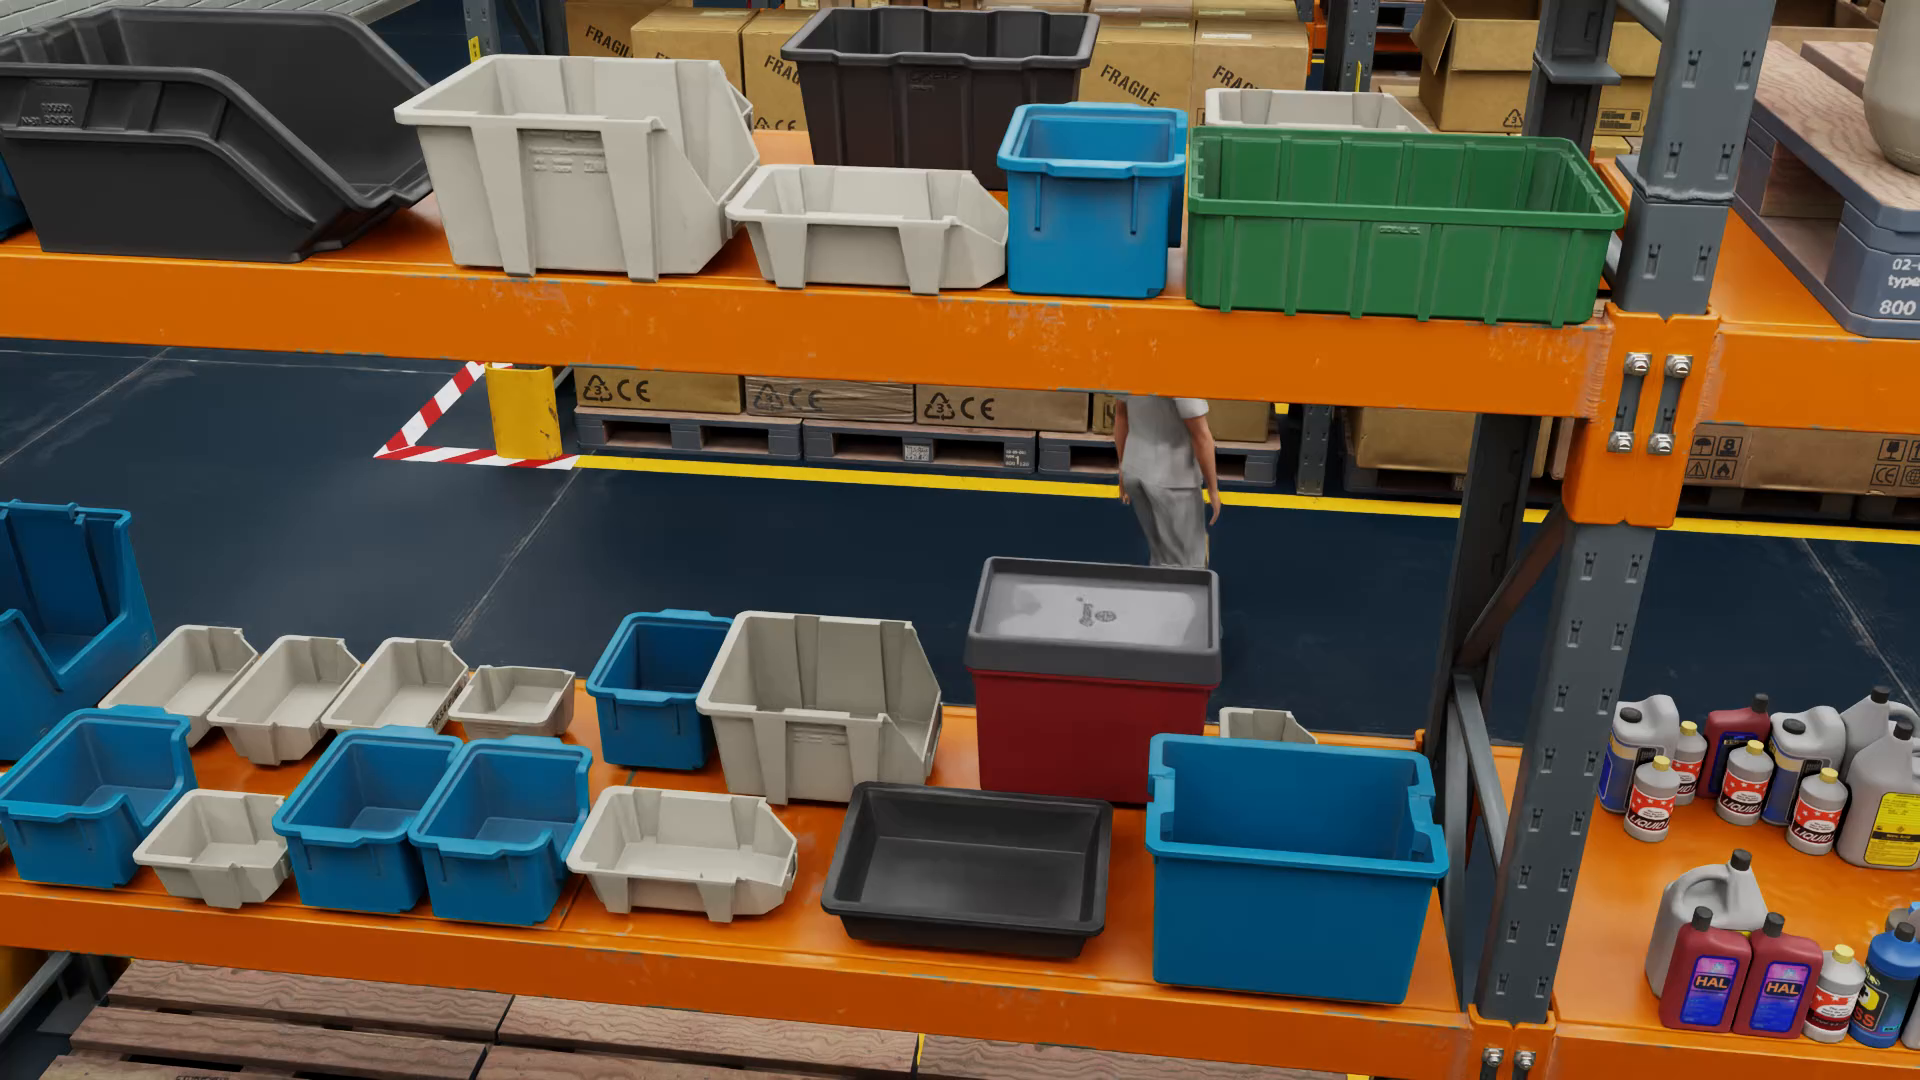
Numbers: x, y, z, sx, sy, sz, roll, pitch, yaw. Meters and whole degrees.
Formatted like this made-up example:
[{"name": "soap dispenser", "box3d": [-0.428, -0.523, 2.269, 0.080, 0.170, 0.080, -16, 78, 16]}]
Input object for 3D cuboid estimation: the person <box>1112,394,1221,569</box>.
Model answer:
[{"name": "person", "box3d": [0.761, -0.218, 6.511, 0.767, 1.661, 0.513, -19, 34, -31]}]
